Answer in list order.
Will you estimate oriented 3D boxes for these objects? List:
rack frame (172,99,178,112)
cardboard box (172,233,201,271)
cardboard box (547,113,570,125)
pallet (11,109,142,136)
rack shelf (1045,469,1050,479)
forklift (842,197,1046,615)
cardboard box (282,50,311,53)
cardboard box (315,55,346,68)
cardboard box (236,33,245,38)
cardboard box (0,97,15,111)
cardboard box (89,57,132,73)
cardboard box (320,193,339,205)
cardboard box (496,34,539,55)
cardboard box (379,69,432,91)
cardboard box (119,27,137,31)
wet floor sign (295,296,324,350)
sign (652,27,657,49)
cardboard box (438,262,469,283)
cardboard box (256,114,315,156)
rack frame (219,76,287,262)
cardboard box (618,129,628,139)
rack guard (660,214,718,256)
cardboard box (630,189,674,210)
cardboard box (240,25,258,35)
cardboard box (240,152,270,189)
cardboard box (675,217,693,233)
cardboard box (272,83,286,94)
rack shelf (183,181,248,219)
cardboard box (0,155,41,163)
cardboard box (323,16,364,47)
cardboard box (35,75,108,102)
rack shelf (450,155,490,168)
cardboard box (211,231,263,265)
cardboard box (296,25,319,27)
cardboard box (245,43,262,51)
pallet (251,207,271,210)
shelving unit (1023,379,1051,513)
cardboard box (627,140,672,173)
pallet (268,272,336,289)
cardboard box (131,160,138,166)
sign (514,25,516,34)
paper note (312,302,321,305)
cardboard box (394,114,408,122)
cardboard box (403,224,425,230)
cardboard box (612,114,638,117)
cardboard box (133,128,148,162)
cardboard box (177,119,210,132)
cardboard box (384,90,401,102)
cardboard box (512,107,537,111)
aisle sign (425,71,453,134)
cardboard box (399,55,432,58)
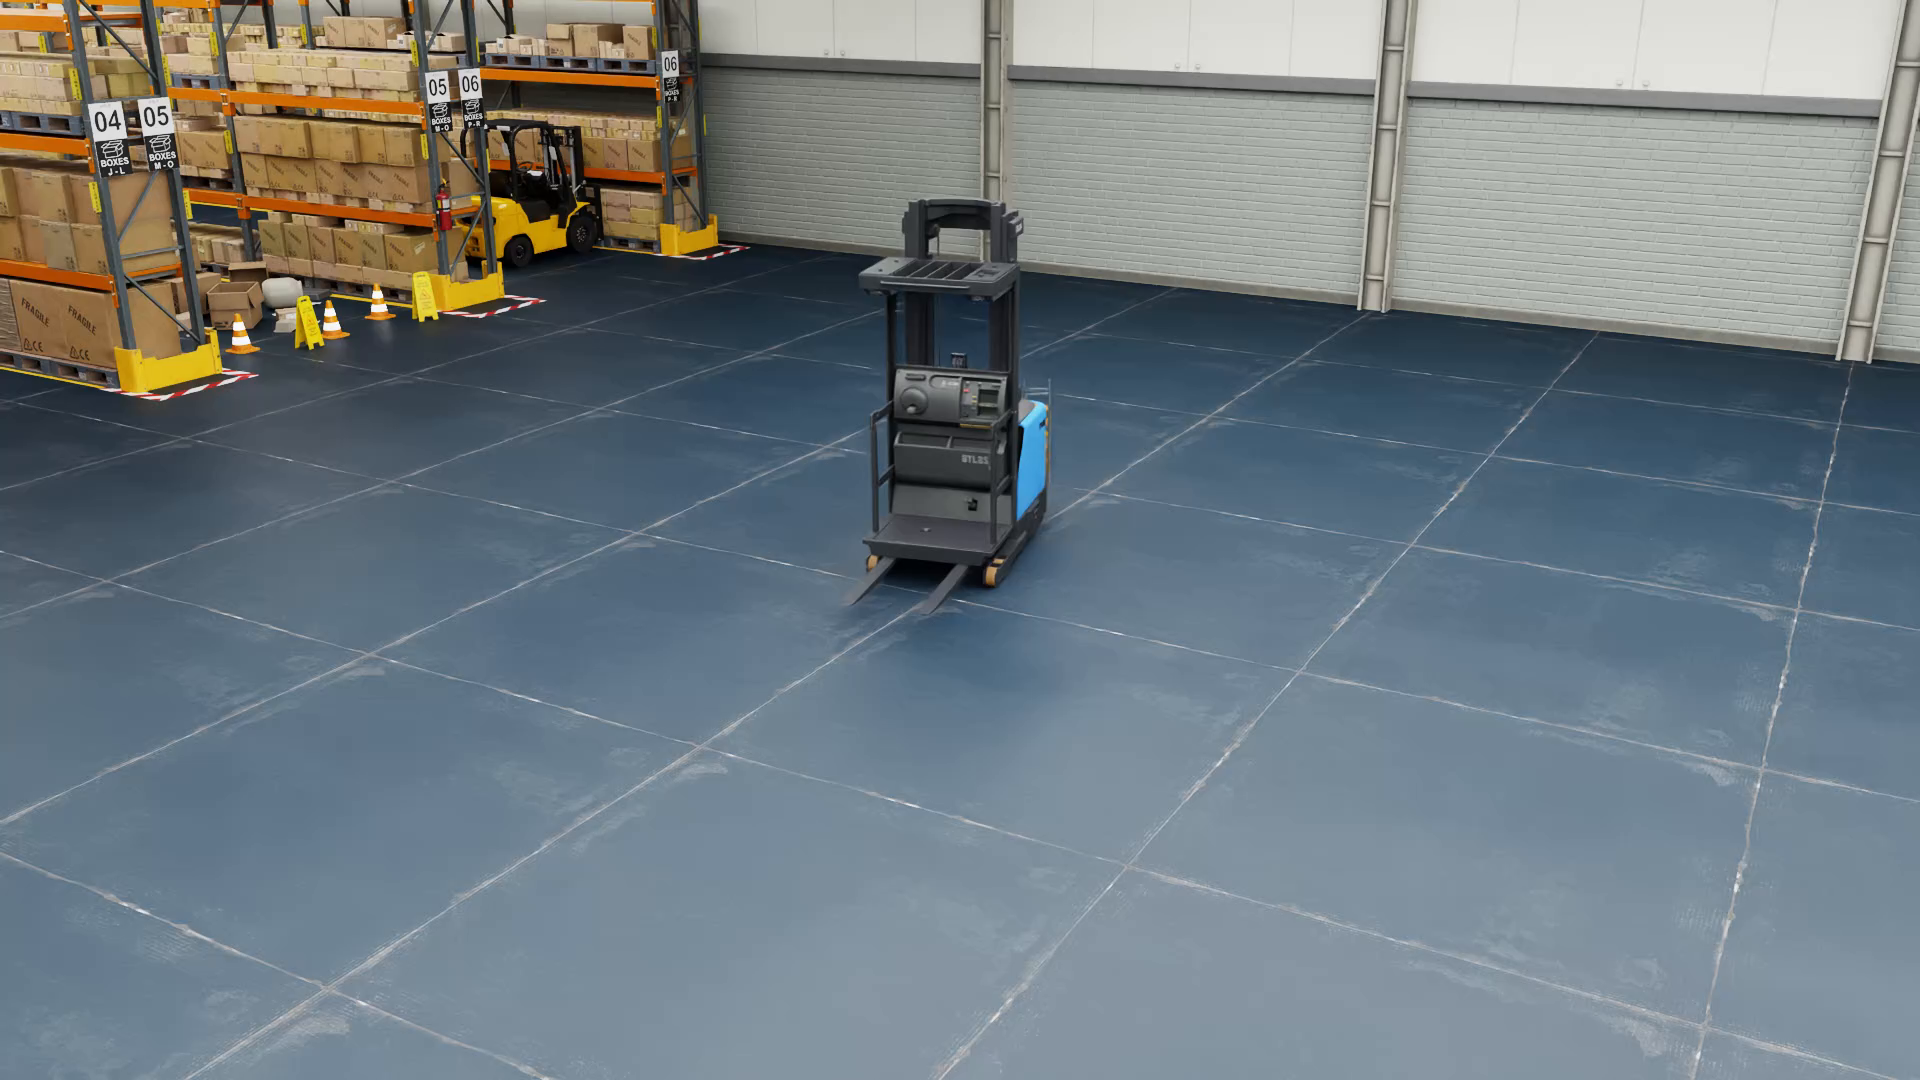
[{"bbox_3d":[-14.992,-8.248,32.704,0.127,3.000,1.000,11,23,27],"label":"rack frame"},{"bbox_3d":[-11.267,-4.085,23.784,0.500,0.500,0.500,11,23,27],"label":"cardboard box"},{"bbox_3d":[-6.711,-7.077,27.943,0.250,0.149,0.380,11,23,27],"label":"cardboard box"},{"bbox_3d":[-9.912,-4.772,18.854,1.213,0.211,1.003,11,23,27],"label":"pallet"},{"bbox_3d":[0.682,-0.570,15.010,0.258,0.103,0.180,1,20,2],"label":"rack shelf"},{"bbox_3d":[-0.137,-1.149,13.234,1.130,2.935,3.031,6,21,15],"label":"forklift"},{"bbox_3d":[-9.594,-7.028,24.142,0.250,0.149,0.380,11,23,29],"label":"cardboard box"},{"bbox_3d":[-8.728,-6.654,23.111,0.250,0.149,0.380,11,23,29],"label":"cardboard box"},{"bbox_3d":[-13.571,-9.368,31.000,0.250,0.149,0.380,11,23,28],"label":"cardboard box"},{"bbox_3d":[-10.603,-4.944,18.802,0.250,0.149,0.380,10,22,27],"label":"cardboard box"},{"bbox_3d":[-9.613,-5.387,18.855,0.250,0.149,0.380,11,23,28],"label":"cardboard box"},{"bbox_3d":[-8.961,-4.924,23.910,0.250,0.149,0.380,11,23,27],"label":"cardboard box"},{"bbox_3d":[-7.400,-8.319,27.870,0.500,0.311,0.500,11,23,28],"label":"cardboard box"},{"bbox_3d":[-7.511,-6.258,22.604,0.500,0.250,0.500,10,22,27],"label":"cardboard box"},{"bbox_3d":[-15.997,-10.057,32.342,0.500,0.250,0.500,10,22,26],"label":"cardboard box"},{"bbox_3d":[-8.268,-2.762,21.032,0.232,0.644,0.267,7,21,18],"label":"wet floor sign"},{"bbox_3d":[-4.792,-7.882,26.115,0.005,0.325,0.100,11,23,27],"label":"sign"},{"bbox_3d":[-7.502,-3.895,24.122,0.500,0.250,0.500,11,22,27],"label":"cardboard box"},{"bbox_3d":[-9.712,-5.867,24.091,0.500,0.500,0.700,11,23,28],"label":"cardboard box"},{"bbox_3d":[-10.425,-5.439,24.961,0.127,3.000,1.000,11,23,27],"label":"rack frame"},{"bbox_3d":[-5.389,-6.674,27.266,0.250,0.149,0.380,11,23,28],"label":"cardboard box"},{"bbox_3d":[-4.495,-5.073,27.618,0.348,0.500,1.175,11,23,27],"label":"rack guard"},{"bbox_3d":[-5.070,-5.611,27.385,0.500,0.250,0.500,12,23,29],"label":"cardboard box"},{"bbox_3d":[-13.077,-9.435,30.775,0.250,0.149,0.380,11,23,27],"label":"cardboard box"},{"bbox_3d":[-10.177,-5.470,24.463,0.500,0.500,0.500,11,23,27],"label":"cardboard box"},{"bbox_3d":[-4.849,-5.297,27.986,0.500,0.250,0.500,11,23,28],"label":"cardboard box"},{"bbox_3d":[-9.602,-6.484,23.812,0.250,0.149,0.380,12,23,29],"label":"cardboard box"},{"bbox_3d":[-12.171,-5.434,26.001,4.000,0.370,1.077,11,23,27],"label":"rack shelf"},{"bbox_3d":[-11.504,-4.268,19.928,0.550,0.550,0.875,11,23,27],"label":"cardboard box"},{"bbox_3d":[-10.986,-9.091,29.721,0.500,0.500,0.500,11,23,28],"label":"cardboard box"},{"bbox_3d":[-9.822,-5.006,18.388,0.500,0.250,0.500,11,23,28],"label":"cardboard box"},{"bbox_3d":[-9.754,-6.912,30.076,4.000,0.370,1.077,11,23,27],"label":"rack shelf"},{"bbox_3d":[-10.884,-4.488,25.576,0.625,0.372,0.950,11,23,28],"label":"cardboard box"},{"bbox_3d":[-12.109,-9.485,30.914,0.250,0.149,0.380,11,23,27],"label":"cardboard box"},{"bbox_3d":[-12.942,-9.102,30.880,0.500,0.250,0.500,11,23,27],"label":"cardboard box"},{"bbox_3d":[-13.194,-6.611,32.280,1.213,0.211,1.003,11,23,27],"label":"pallet"},{"bbox_3d":[0.682,-0.837,14.913,0.258,1.200,0.189,1,20,2],"label":"shelving unit"},{"bbox_3d":[-5.073,-6.303,27.196,0.500,0.500,0.500,10,22,26],"label":"cardboard box"},{"bbox_3d":[-9.822,-4.027,25.158,1.213,0.211,1.003,11,23,27],"label":"pallet"},{"bbox_3d":[-12.799,-5.889,25.955,0.250,0.149,0.380,12,23,30],"label":"cardboard box"},{"bbox_3d":[-7.738,-8.773,28.880,0.005,0.325,0.100,11,23,27],"label":"sign"},{"bbox_3d":[-9.154,-3.358,23.578,0.148,0.019,0.142,3,20,9],"label":"paper note"},{"bbox_3d":[-9.813,-7.485,29.503,0.250,0.149,0.380,10,22,26],"label":"cardboard box"},{"bbox_3d":[-7.982,-4.337,24.240,0.500,0.500,0.500,10,22,25],"label":"cardboard box"},{"bbox_3d":[-5.605,-7.039,27.837,0.250,0.149,0.380,12,23,29],"label":"cardboard box"},{"bbox_3d":[-12.279,-6.089,25.553,0.500,0.500,0.500,10,22,25],"label":"cardboard box"},{"bbox_3d":[-11.546,-6.249,25.043,0.250,0.149,0.380,10,22,26],"label":"cardboard box"},{"bbox_3d":[-7.614,-6.074,22.680,0.250,0.149,0.380,11,23,28],"label":"cardboard box"},{"bbox_3d":[-7.582,-7.446,28.960,0.250,0.149,0.380,11,23,27],"label":"cardboard box"},{"bbox_3d":[-7.020,-5.900,22.418,0.004,0.787,0.394,11,23,27],"label":"aisle sign"},{"bbox_3d":[-7.560,-6.658,23.121,0.250,0.149,0.380,11,23,27],"label":"cardboard box"}]
